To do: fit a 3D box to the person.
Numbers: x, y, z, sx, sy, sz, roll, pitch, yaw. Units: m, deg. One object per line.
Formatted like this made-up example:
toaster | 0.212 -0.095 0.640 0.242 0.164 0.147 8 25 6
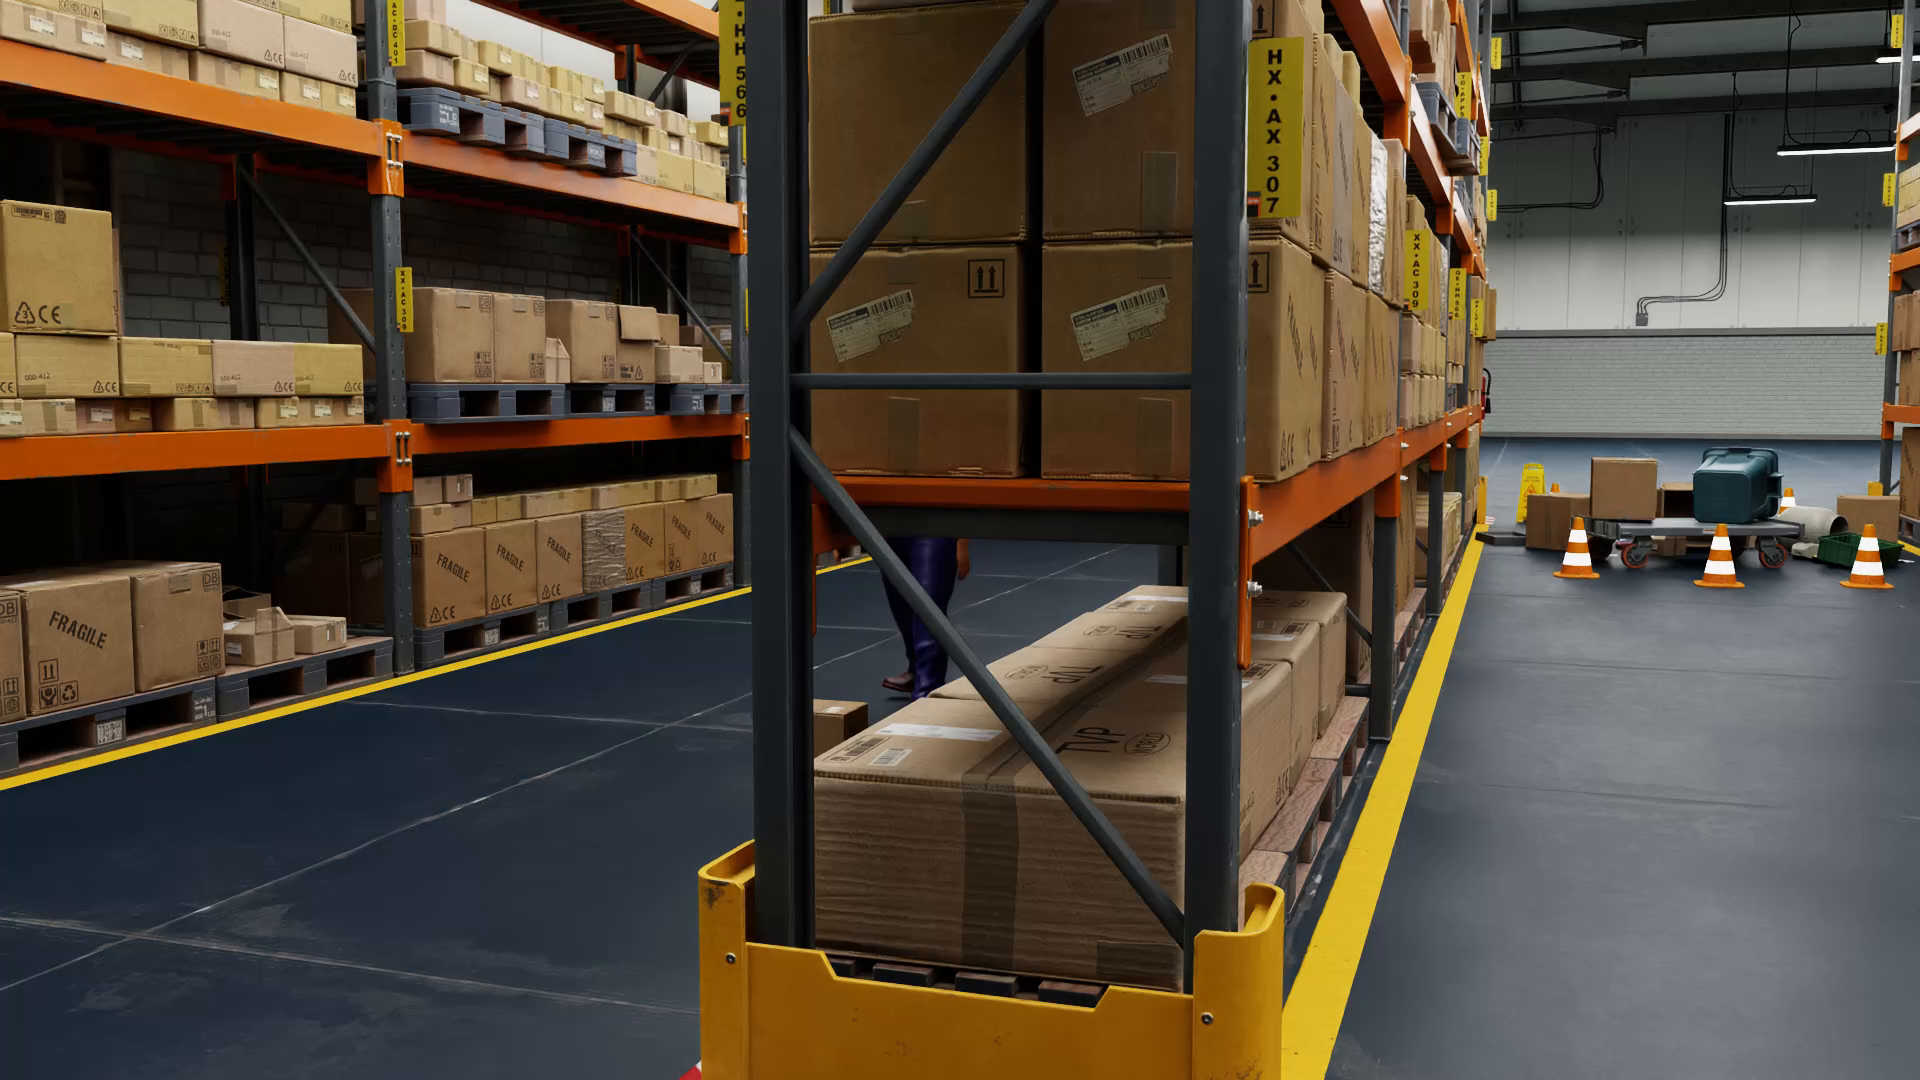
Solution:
person | -0.223 -0.007 7.518 0.717 1.594 0.953 4 6 34
